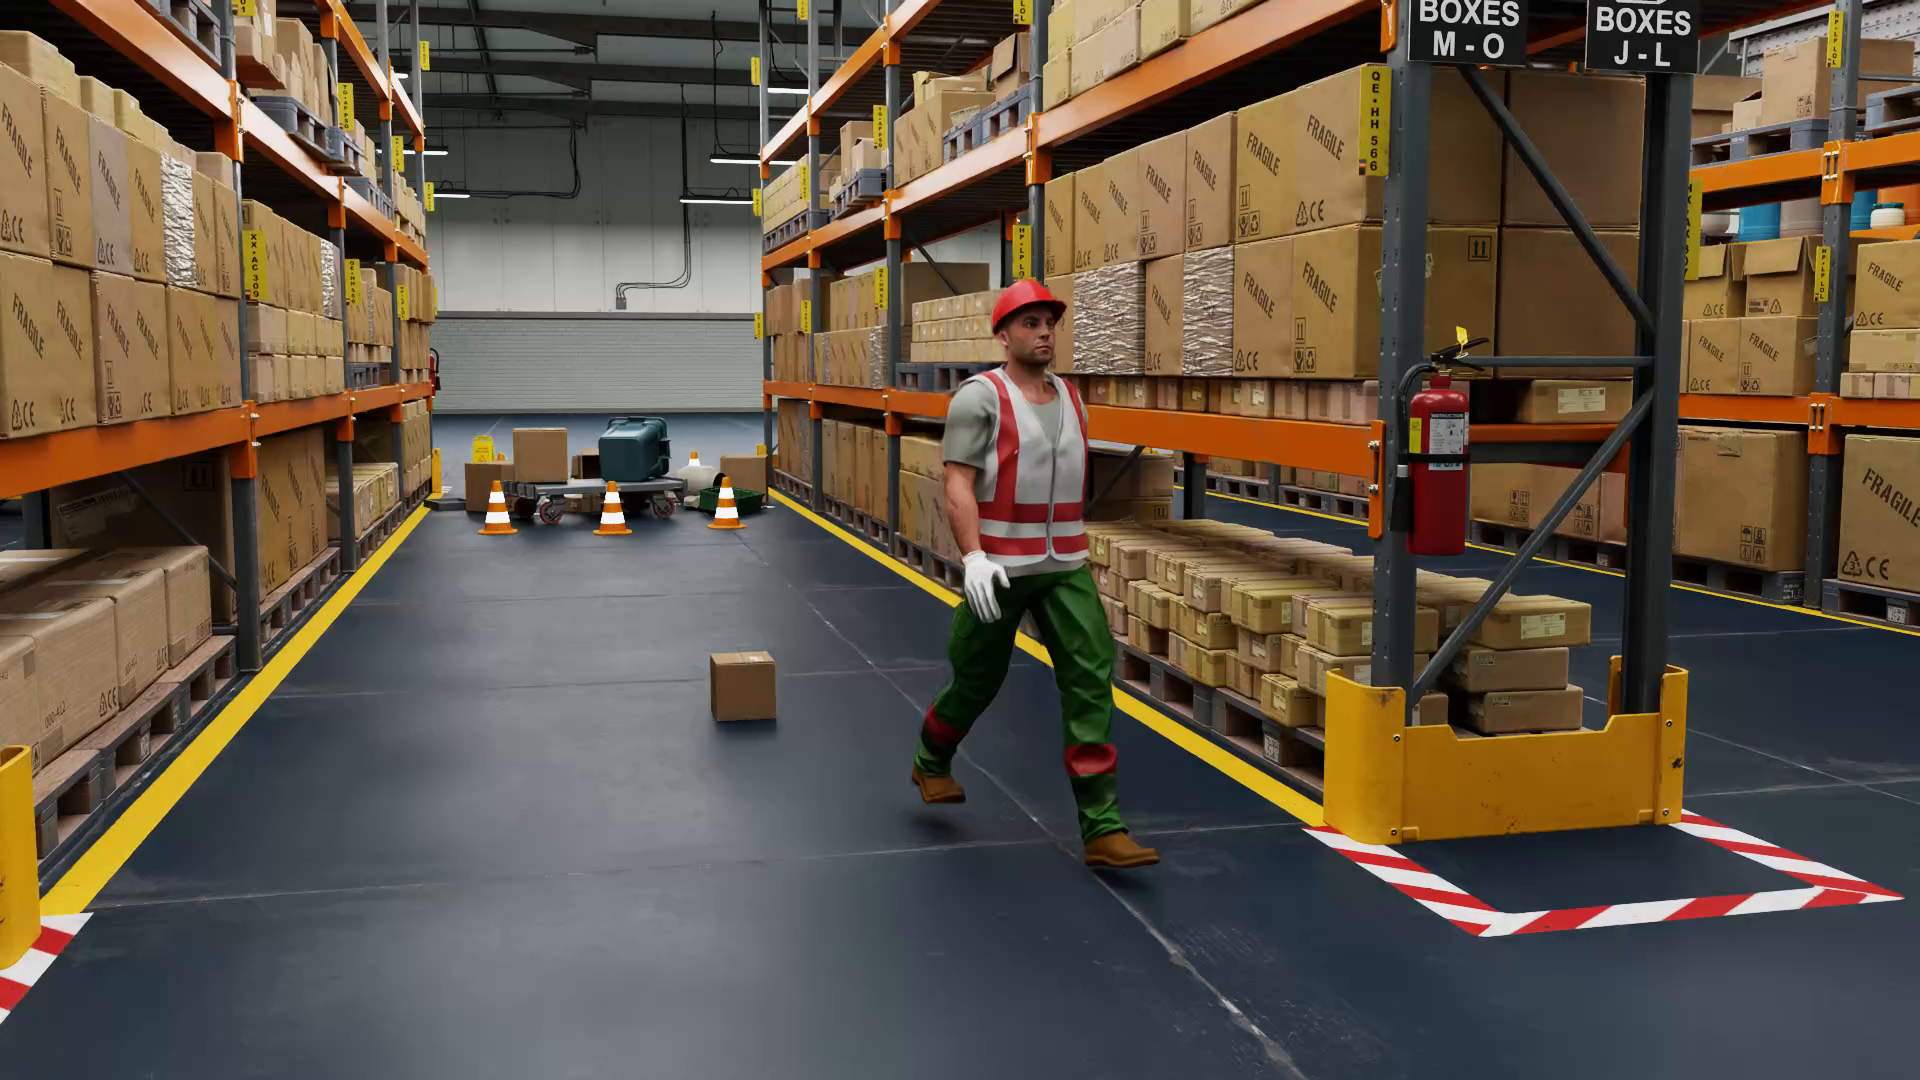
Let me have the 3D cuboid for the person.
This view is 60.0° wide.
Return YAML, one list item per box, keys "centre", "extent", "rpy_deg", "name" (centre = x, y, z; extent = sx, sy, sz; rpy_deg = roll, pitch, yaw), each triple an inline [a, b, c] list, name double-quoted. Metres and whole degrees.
- centre: [0.210, 0.082, 5.067]
  extent: [0.594, 1.743, 1.085]
  rpy_deg: [-3, 7, -28]
  name: "person"
